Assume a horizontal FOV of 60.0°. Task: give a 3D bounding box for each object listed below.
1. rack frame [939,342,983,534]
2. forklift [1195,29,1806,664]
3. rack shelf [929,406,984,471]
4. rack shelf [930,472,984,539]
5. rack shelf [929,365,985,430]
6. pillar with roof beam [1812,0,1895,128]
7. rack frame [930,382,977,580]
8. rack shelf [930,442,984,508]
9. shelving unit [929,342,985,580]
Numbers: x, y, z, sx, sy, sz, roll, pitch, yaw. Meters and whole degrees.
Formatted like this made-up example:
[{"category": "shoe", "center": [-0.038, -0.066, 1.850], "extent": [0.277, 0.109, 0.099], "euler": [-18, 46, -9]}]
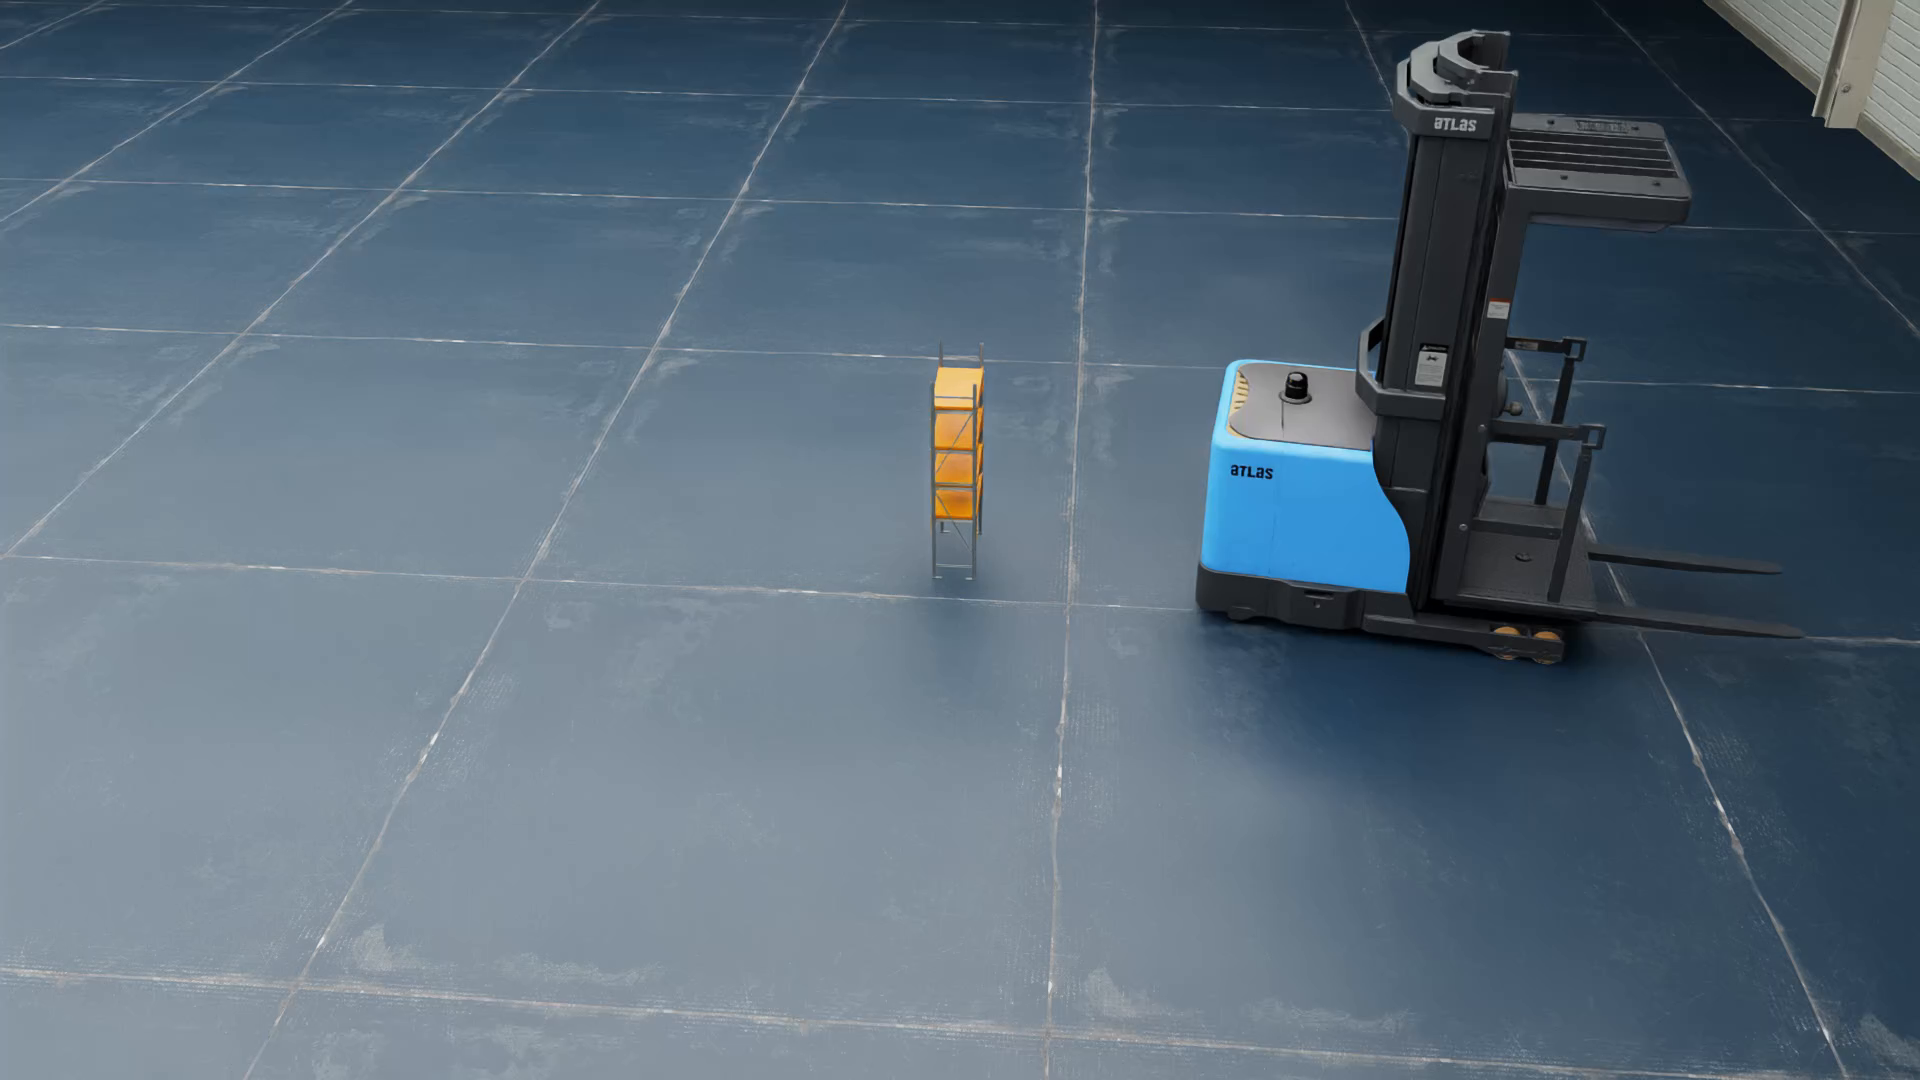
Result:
[{"category": "rack frame", "center": [0.006, -0.552, 9.282], "extent": [0.240, 1.200, 0.015], "euler": [2, 32, 4]}, {"category": "forklift", "center": [2.829, -0.919, 8.228], "extent": [3.031, 2.935, 1.130], "euler": [7, 32, 11]}, {"category": "rack shelf", "center": [-0.013, -0.557, 8.993], "extent": [0.258, 0.148, 0.480], "euler": [2, 32, 4]}, {"category": "rack shelf", "center": [-0.013, -0.198, 9.215], "extent": [0.258, 0.148, 0.480], "euler": [2, 32, 4]}, {"category": "rack shelf", "center": [-0.013, -0.759, 8.869], "extent": [0.258, 0.148, 0.480], "euler": [2, 32, 4]}, {"category": "pillar with roof beam", "center": [4.187, -8.069, 14.046], "extent": [9.100, 9.000, 0.400], "euler": [2, 32, 4]}, {"category": "rack frame", "center": [-0.033, -0.297, 8.868], "extent": [0.240, 1.200, 0.015], "euler": [2, 32, 4]}, {"category": "rack shelf", "center": [-0.013, -0.367, 9.110], "extent": [0.258, 0.148, 0.480], "euler": [2, 32, 4]}, {"category": "shelving unit", "center": [-0.013, -0.424, 9.075], "extent": [0.258, 1.200, 0.503], "euler": [2, 32, 4]}]
